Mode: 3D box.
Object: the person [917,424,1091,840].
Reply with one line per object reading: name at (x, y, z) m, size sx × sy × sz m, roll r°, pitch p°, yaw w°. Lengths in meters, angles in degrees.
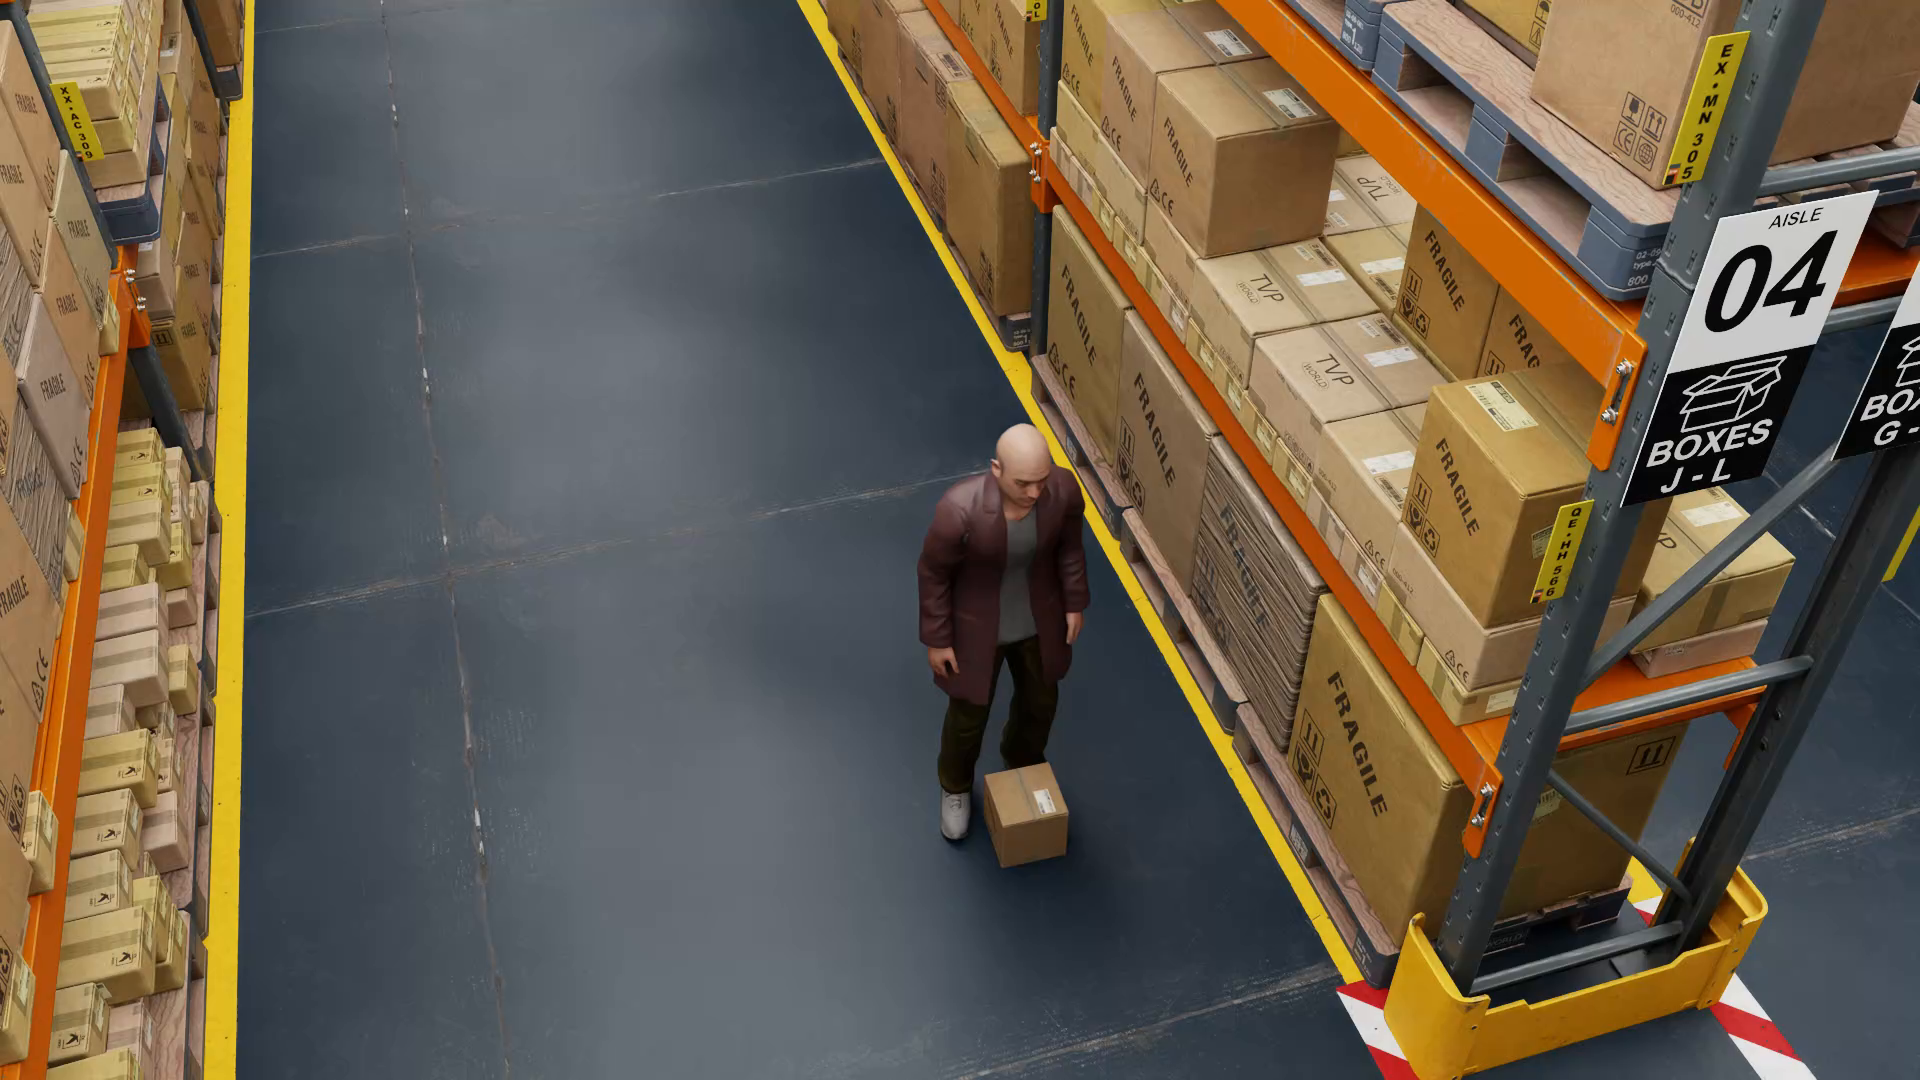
person at (0.162, 0.295, 5.841) m, size 0.640 × 1.772 × 0.428 m, roll -13°, pitch 43°, yaw -15°
